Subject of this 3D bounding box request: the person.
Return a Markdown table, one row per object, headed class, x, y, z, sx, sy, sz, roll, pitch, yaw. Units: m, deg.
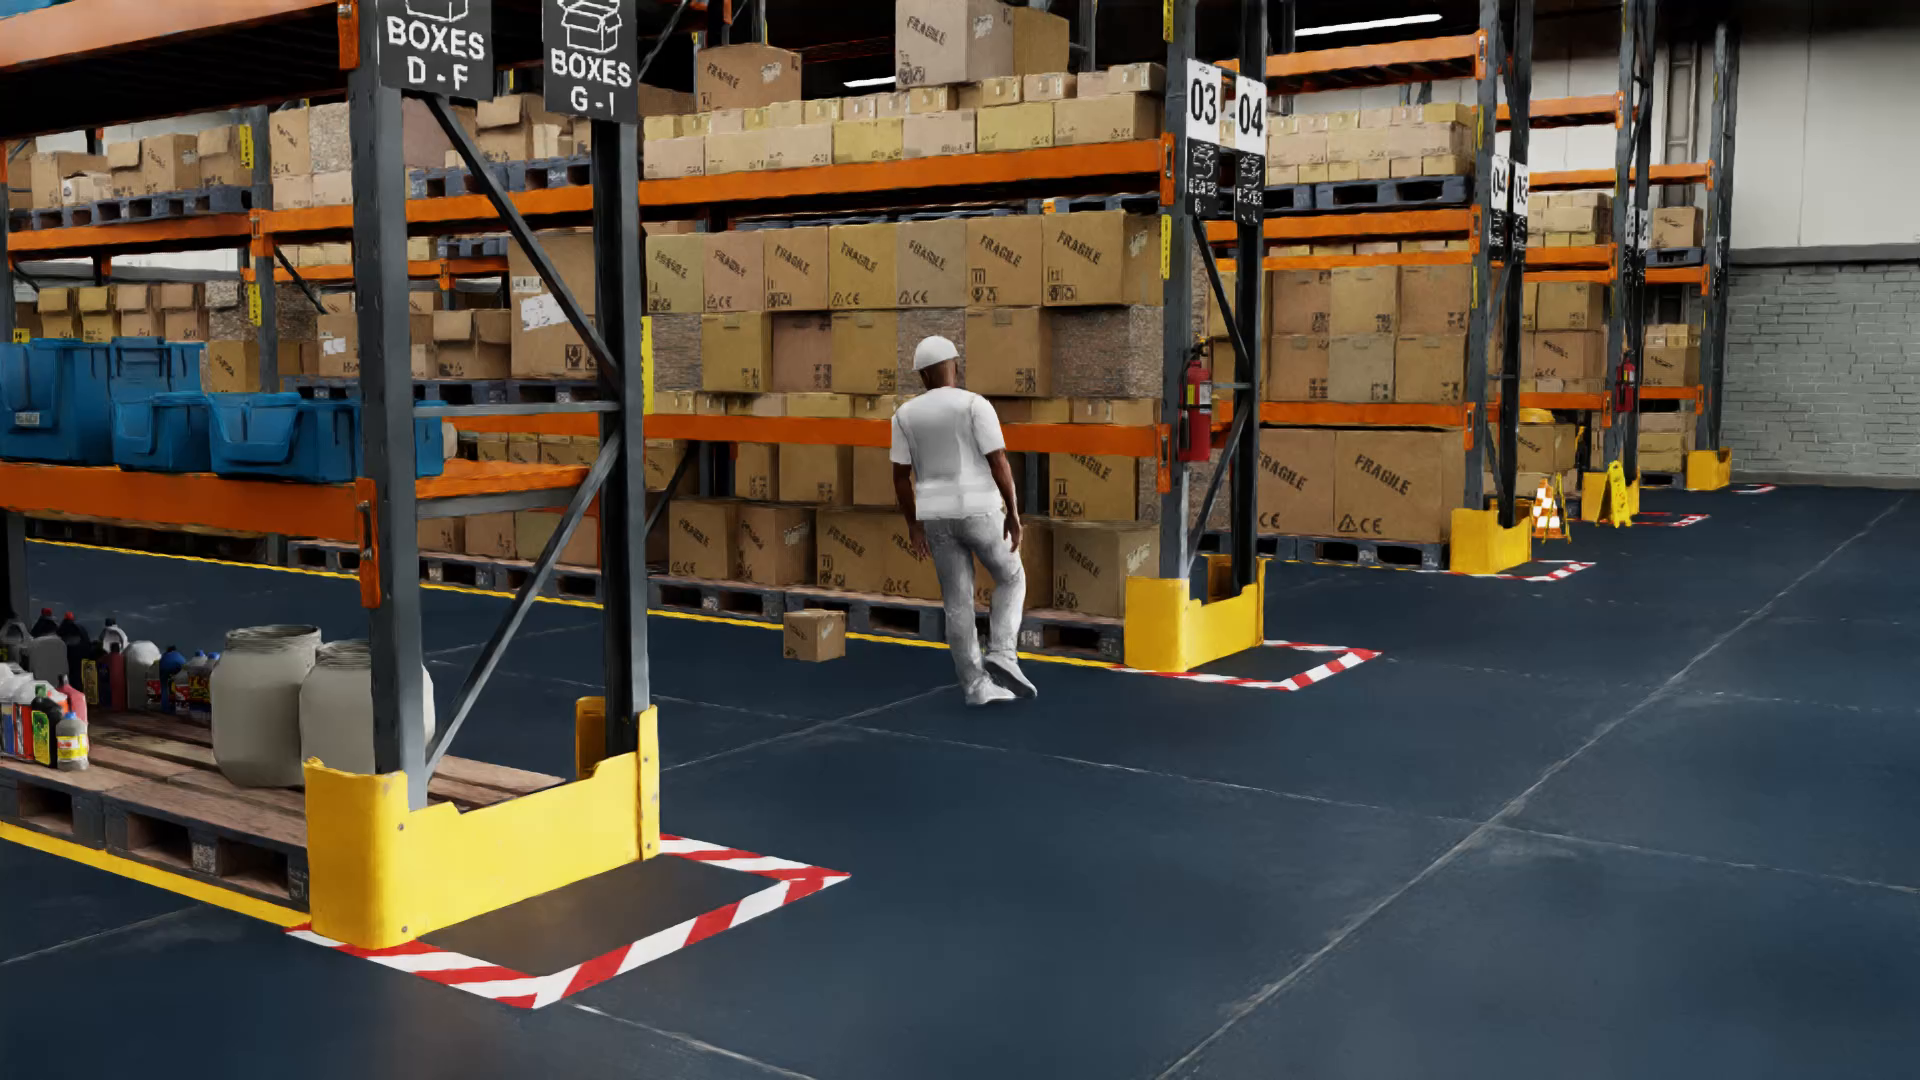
| class | x | y | z | sx | sy | sz | roll | pitch | yaw |
| --- | --- | --- | --- | --- | --- | --- | --- | --- | --- |
| person | 0.056 | -0.099 | 7.970 | 0.749 | 1.759 | 0.446 | 3 | 7 | 27 |
